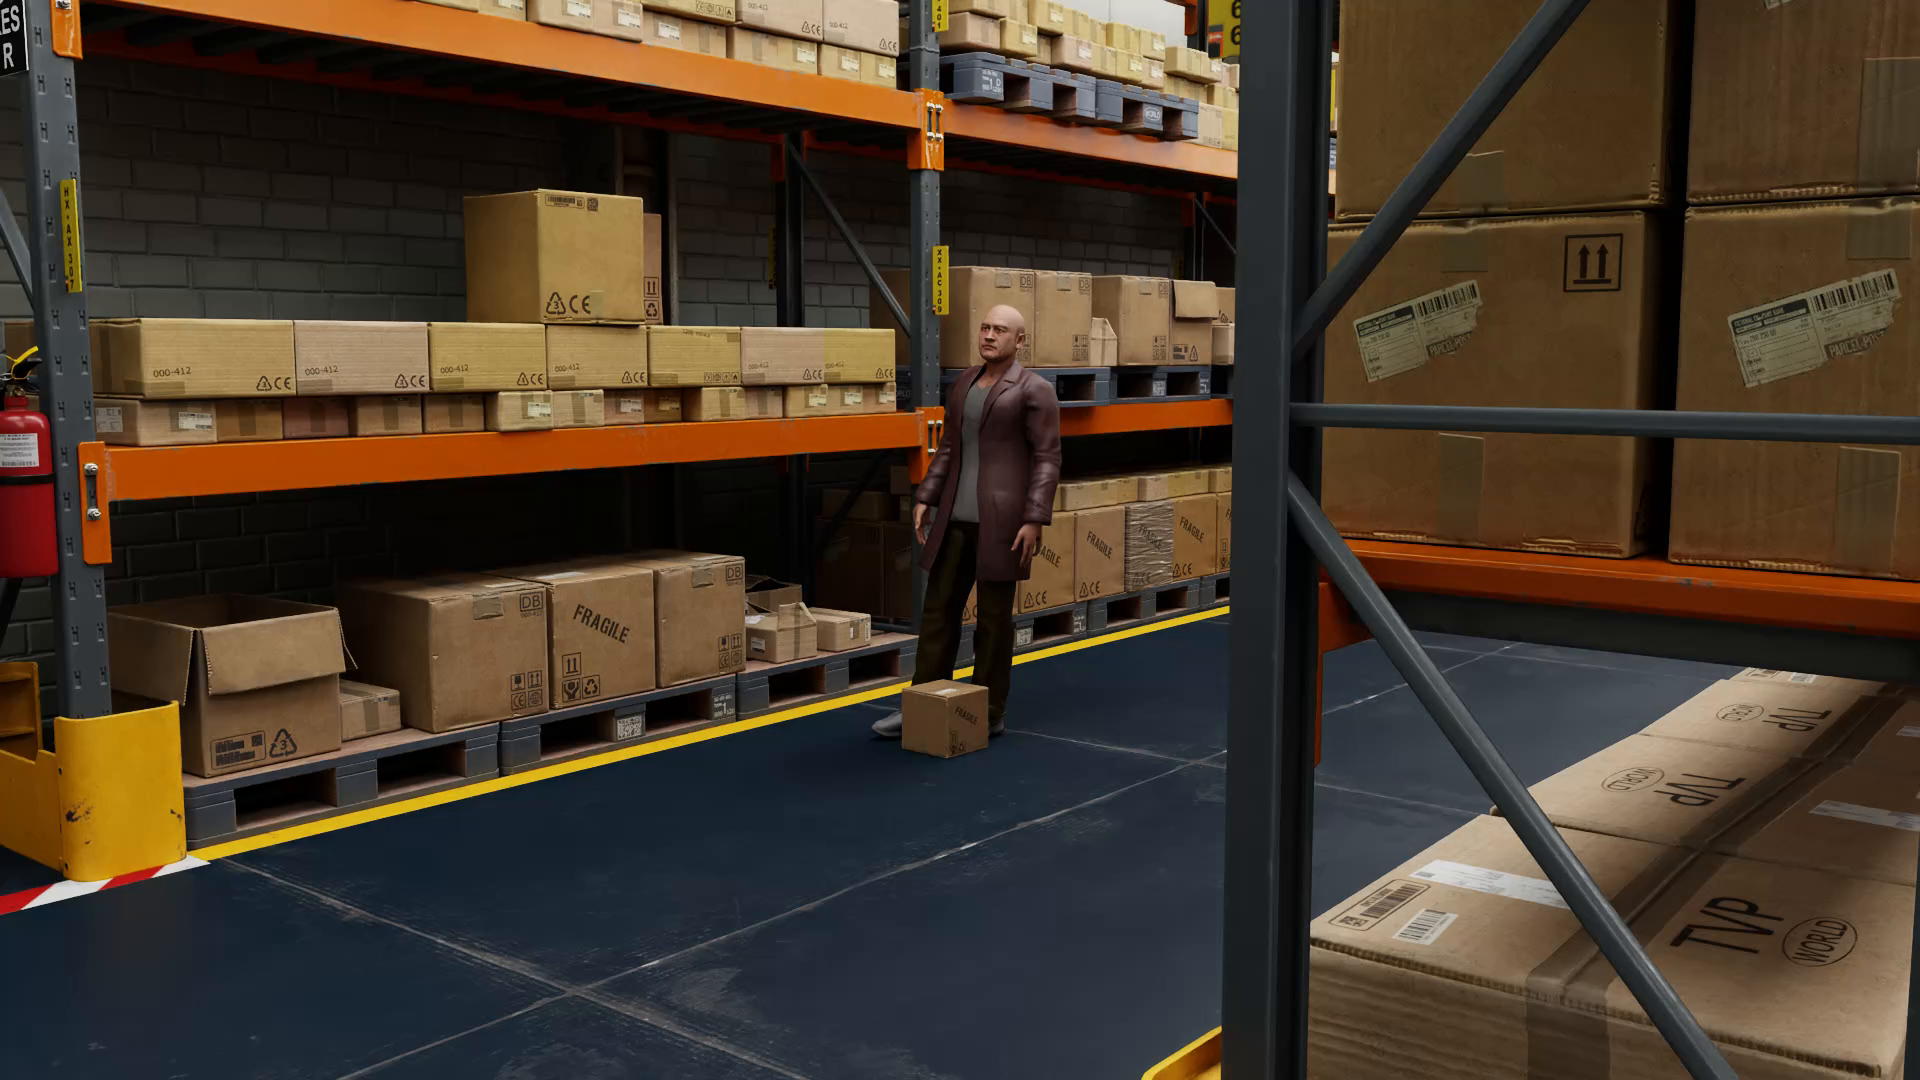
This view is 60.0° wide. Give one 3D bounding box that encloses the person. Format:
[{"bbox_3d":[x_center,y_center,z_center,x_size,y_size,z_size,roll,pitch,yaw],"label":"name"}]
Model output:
[{"bbox_3d":[0.042,-0.066,6.785,0.698,1.776,0.581,5,8,39],"label":"person"}]
